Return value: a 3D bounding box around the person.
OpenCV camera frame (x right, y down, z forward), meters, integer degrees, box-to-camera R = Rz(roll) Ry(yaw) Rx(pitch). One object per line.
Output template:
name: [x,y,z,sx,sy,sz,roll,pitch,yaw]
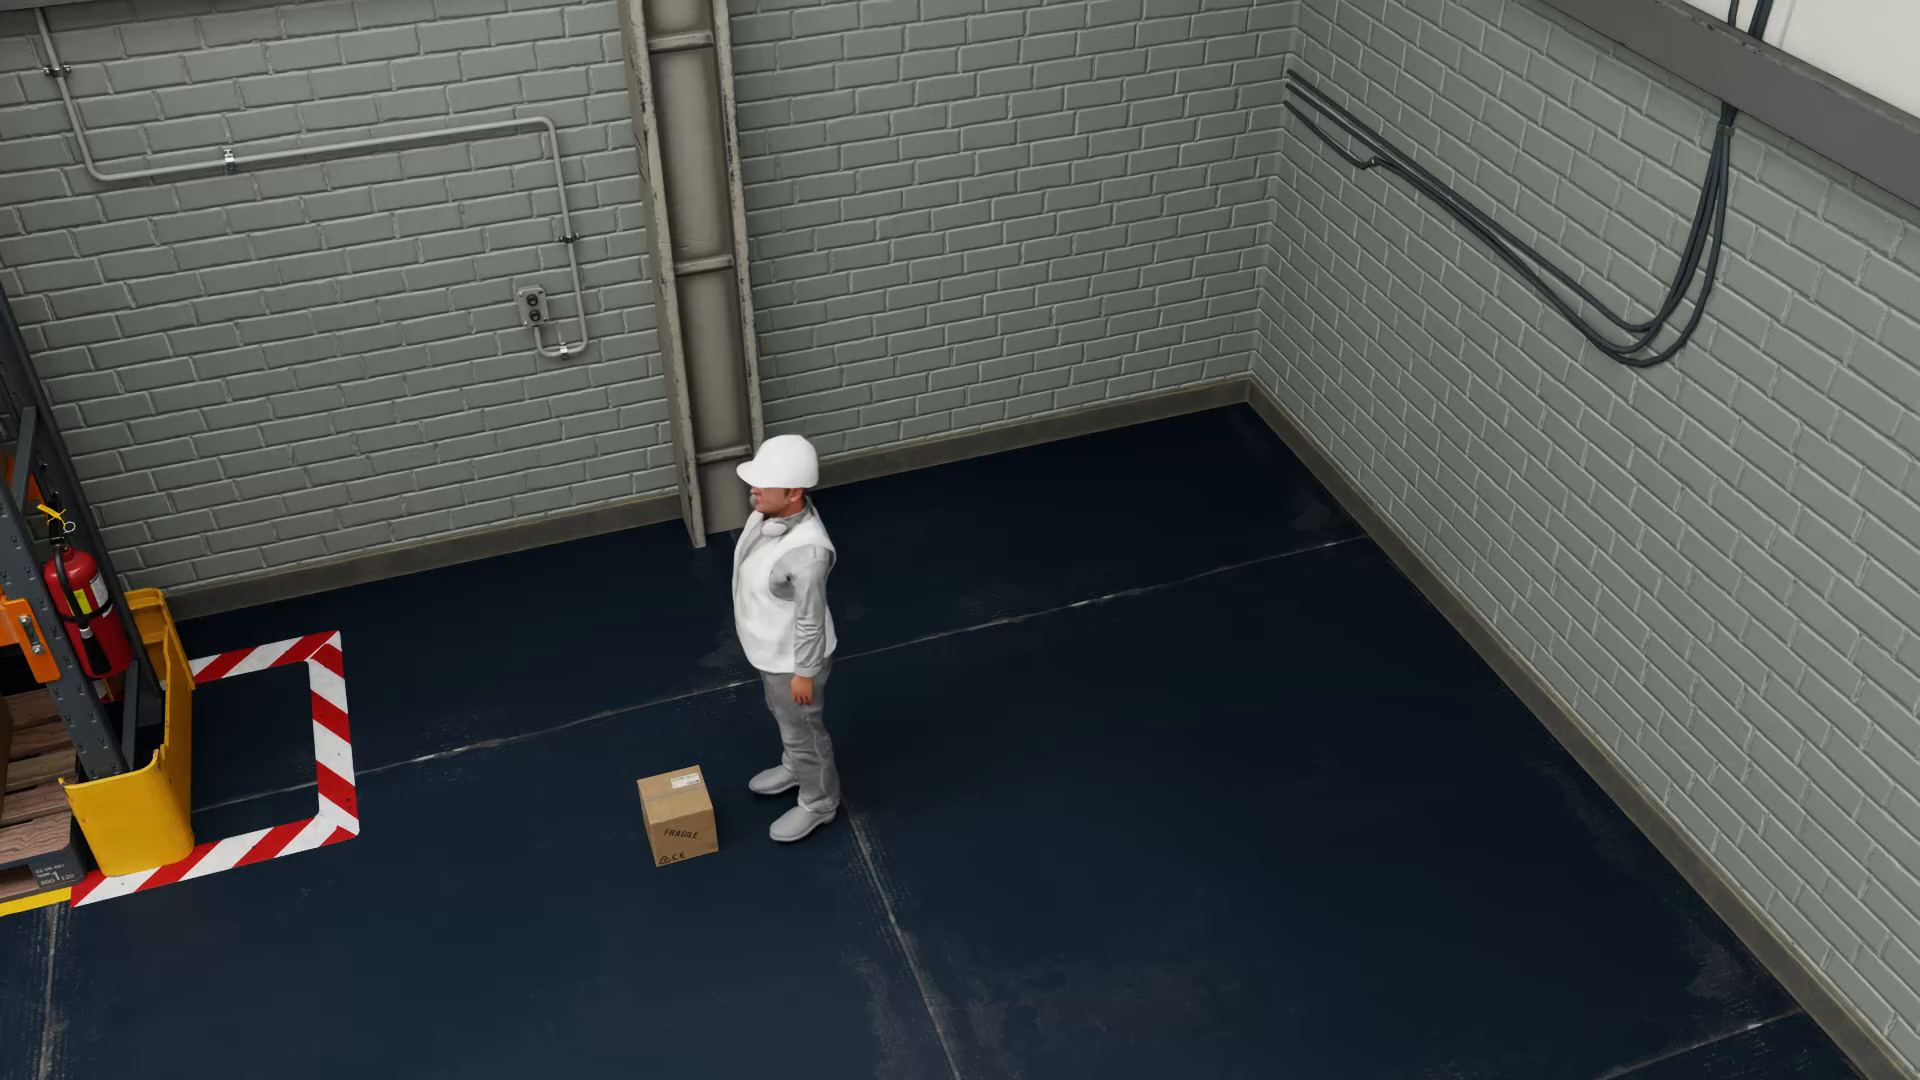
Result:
person: [-0.652,0.376,6.240,0.357,1.773,0.533,-12,39,-15]
